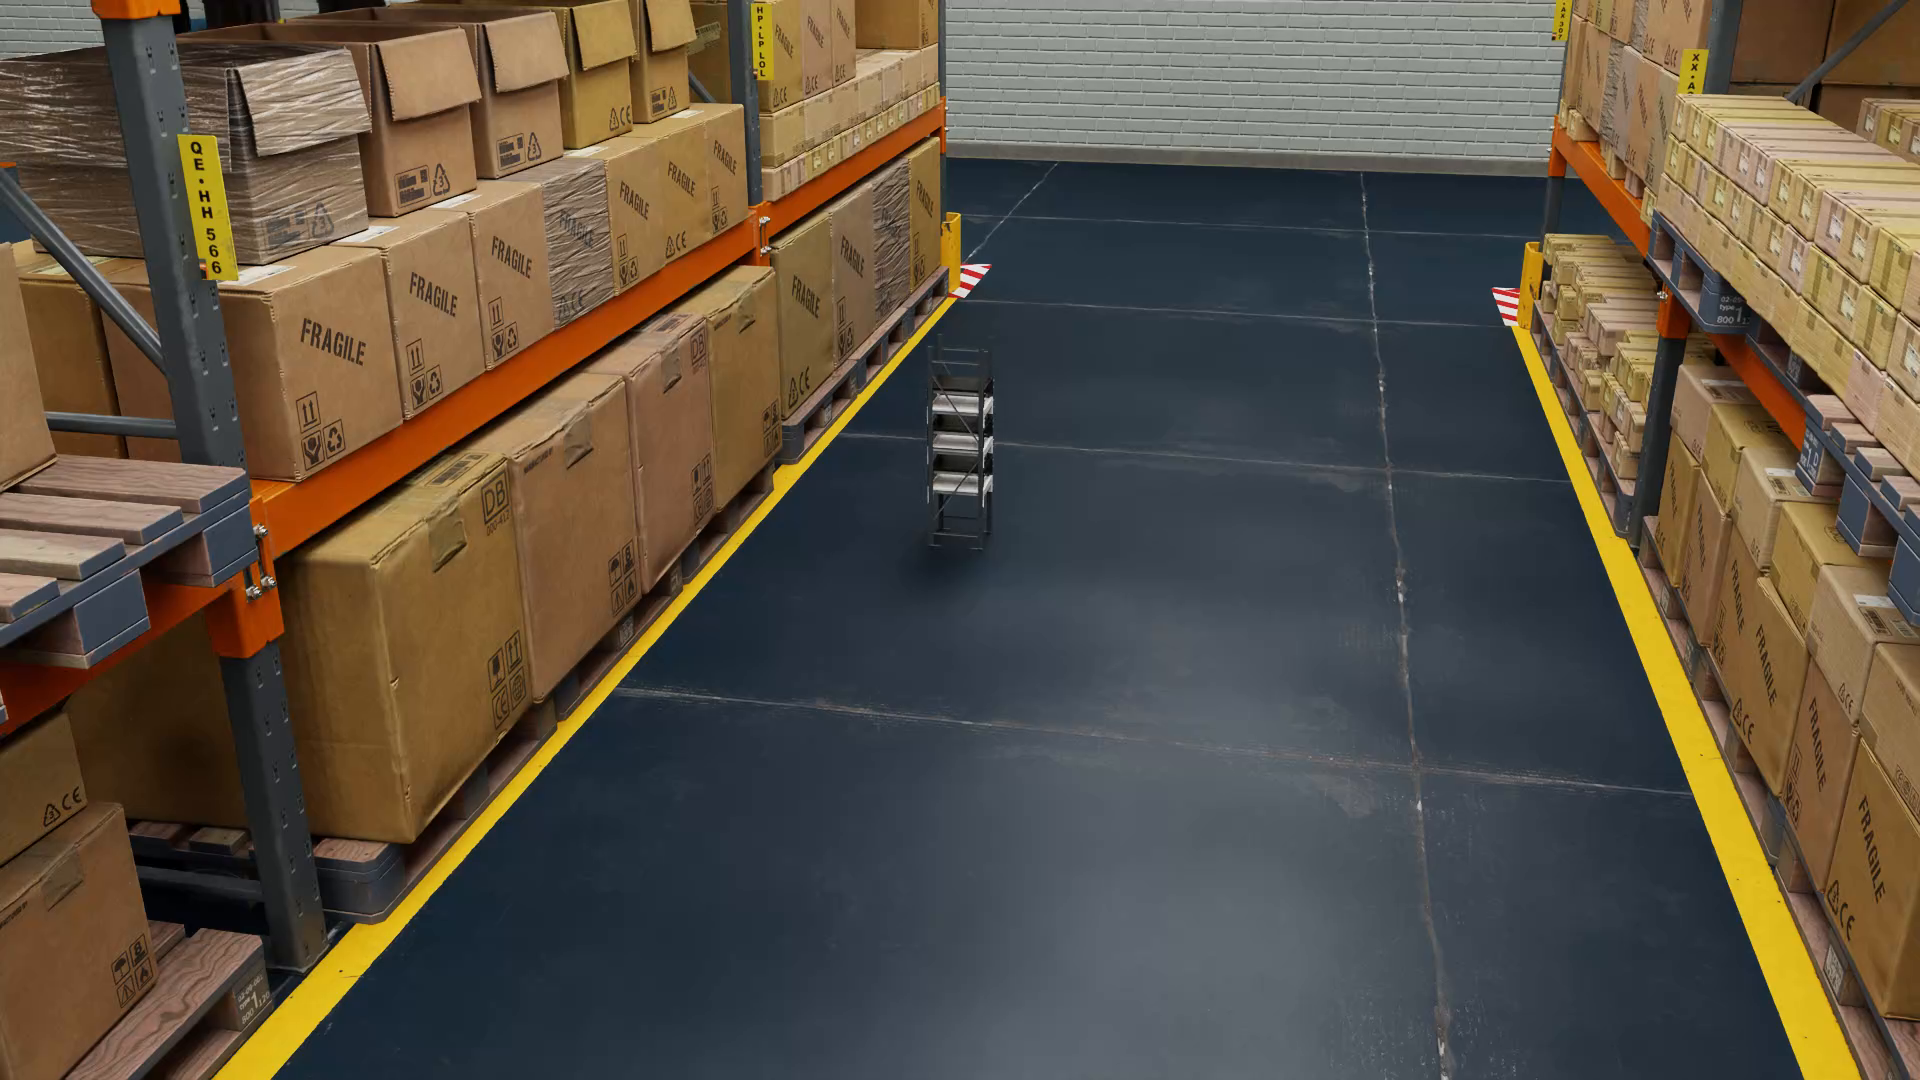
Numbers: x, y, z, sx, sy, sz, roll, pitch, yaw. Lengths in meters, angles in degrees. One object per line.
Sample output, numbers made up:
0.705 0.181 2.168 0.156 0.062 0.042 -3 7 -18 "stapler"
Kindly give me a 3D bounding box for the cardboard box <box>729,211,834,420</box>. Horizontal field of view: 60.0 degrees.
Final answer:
-1.200 -1.191 8.577 0.875 0.875 0.875 4 22 11 "cardboard box"

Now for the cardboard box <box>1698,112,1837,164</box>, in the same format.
2.786 -1.381 5.744 0.380 0.149 0.250 5 22 11 "cardboard box"

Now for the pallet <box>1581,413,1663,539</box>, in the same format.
3.525 -0.286 7.781 1.003 0.211 1.213 4 22 11 "pallet"

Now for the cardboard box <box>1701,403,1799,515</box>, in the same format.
2.907 -0.269 5.787 0.500 0.250 0.500 5 22 12 "cardboard box"

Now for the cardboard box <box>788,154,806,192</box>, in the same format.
-0.973 -1.809 8.166 0.380 0.149 0.250 4 22 9 "cardboard box"

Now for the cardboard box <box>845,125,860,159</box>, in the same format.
-0.763 -2.187 9.104 0.380 0.149 0.250 5 22 12 "cardboard box"

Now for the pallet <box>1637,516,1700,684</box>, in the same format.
3.265 0.247 6.458 1.003 0.211 1.213 4 22 11 "pallet"

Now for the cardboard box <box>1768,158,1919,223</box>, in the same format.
2.577 -1.005 4.811 0.380 0.149 0.250 5 23 13 "cardboard box"

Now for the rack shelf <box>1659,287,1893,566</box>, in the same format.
3.014 -0.266 4.962 1.077 0.370 4.000 4 22 11 "rack shelf"

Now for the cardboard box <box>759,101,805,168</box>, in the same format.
-1.060 -1.967 8.024 0.500 0.250 0.500 4 22 10 "cardboard box"

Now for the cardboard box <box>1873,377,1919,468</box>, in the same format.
2.309 -0.253 3.740 0.380 0.149 0.250 4 22 11 "cardboard box"

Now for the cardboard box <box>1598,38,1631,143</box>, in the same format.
3.582 -2.273 8.449 0.500 0.500 0.500 4 22 10 "cardboard box"

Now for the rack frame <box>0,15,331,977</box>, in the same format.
-2.229 -0.283 4.042 1.000 3.000 0.127 4 22 11 "rack frame"

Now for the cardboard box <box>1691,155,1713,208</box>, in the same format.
2.788 -1.249 5.816 0.380 0.149 0.250 5 22 12 "cardboard box"

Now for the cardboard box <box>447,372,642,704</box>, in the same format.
-1.878 -0.069 5.791 1.225 0.875 0.875 5 22 11 "cardboard box"

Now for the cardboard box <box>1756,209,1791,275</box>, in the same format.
2.575 -0.866 4.866 0.380 0.149 0.250 4 22 10 "cardboard box"

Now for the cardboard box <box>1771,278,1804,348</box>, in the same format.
2.524 -0.631 4.679 0.380 0.149 0.250 5 23 13 "cardboard box"

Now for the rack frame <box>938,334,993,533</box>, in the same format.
0.022 -0.458 7.285 0.240 0.900 0.006 4 22 11 "rack frame"

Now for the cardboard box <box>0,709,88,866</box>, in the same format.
-2.336 0.571 3.673 0.500 0.250 0.500 5 23 13 "cardboard box"

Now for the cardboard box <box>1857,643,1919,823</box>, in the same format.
2.489 0.478 3.931 0.500 0.250 0.500 4 22 10 "cardboard box"

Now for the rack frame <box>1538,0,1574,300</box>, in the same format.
4.239 -2.794 10.276 1.000 3.000 0.127 4 22 11 "rack frame"

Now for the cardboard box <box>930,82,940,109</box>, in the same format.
-0.347 -2.937 10.968 0.380 0.149 0.250 5 22 12 "cardboard box"

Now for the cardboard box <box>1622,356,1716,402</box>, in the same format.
3.253 -0.726 7.599 0.380 0.149 0.250 5 22 12 "cardboard box"

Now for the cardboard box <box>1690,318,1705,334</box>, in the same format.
3.951 -1.072 8.458 0.380 0.149 0.250 4 22 9 "cardboard box"

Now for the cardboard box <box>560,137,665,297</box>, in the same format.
-1.448 -1.229 6.256 0.500 0.500 0.500 4 22 10 "cardboard box"

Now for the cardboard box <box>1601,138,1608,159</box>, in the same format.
3.657 -2.103 8.896 0.380 0.149 0.250 4 22 10 "cardboard box"

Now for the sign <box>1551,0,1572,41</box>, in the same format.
3.707 -3.237 10.217 0.100 0.325 0.005 4 22 11 "sign"

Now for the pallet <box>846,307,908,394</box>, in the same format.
-0.934 -1.172 9.982 1.003 0.211 1.213 4 22 11 "pallet"

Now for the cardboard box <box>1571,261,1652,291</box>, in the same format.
3.714 -1.487 9.489 0.380 0.149 0.250 3 22 8 "cardboard box"

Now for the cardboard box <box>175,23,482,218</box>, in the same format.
-1.928 -1.299 5.088 0.797 0.503 0.637 5 22 12 "cardboard box"

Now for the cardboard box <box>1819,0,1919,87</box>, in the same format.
3.753 -2.126 6.747 0.500 0.500 0.500 5 22 12 "cardboard box"

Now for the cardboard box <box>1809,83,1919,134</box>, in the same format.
3.770 -1.678 6.972 0.500 0.500 0.500 4 22 10 "cardboard box"

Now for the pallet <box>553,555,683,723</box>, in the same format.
-1.743 0.283 6.369 1.003 0.211 1.213 4 22 11 "pallet"

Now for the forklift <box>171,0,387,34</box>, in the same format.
-3.528 -1.922 8.202 1.130 2.935 3.031 7 23 17 "forklift"

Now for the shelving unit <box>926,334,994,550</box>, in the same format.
0.002 -0.420 7.193 0.258 0.900 0.210 4 22 11 "shelving unit"

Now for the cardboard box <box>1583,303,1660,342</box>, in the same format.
3.434 -1.112 8.558 0.380 0.149 0.250 4 22 9 "cardboard box"

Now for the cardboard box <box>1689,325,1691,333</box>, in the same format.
4.142 -1.117 8.967 0.380 0.149 0.250 6 23 14 "cardboard box"

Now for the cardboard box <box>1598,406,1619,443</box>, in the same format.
3.294 -0.563 7.991 0.380 0.149 0.250 4 22 9 "cardboard box"

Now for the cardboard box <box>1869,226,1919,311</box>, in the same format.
2.364 -0.624 3.866 0.380 0.149 0.250 5 23 13 "cardboard box"

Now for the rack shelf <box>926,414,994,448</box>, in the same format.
0.002 -0.473 7.172 0.258 0.077 0.200 4 22 11 "rack shelf"

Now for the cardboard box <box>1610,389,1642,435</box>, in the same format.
3.218 -0.581 7.637 0.380 0.149 0.250 3 22 8 "cardboard box"

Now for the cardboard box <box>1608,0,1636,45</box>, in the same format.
3.562 -2.738 8.267 0.500 0.500 0.500 4 22 9 "cardboard box"

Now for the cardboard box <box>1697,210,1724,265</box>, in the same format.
2.734 -1.016 5.635 0.380 0.149 0.250 5 22 11 "cardboard box"

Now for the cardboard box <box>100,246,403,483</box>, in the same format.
-1.863 -0.487 4.413 0.500 0.500 0.500 5 22 12 "cardboard box"

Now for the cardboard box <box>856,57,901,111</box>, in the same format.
-0.643 -2.709 9.866 0.500 0.250 0.500 4 22 9 "cardboard box"

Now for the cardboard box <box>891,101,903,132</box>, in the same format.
-0.554 -2.564 10.040 0.380 0.149 0.250 4 22 10 "cardboard box"

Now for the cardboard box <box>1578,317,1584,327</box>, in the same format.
3.686 -1.251 9.299 0.380 0.149 0.250 3 22 8 "cardboard box"

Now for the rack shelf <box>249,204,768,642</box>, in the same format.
-1.821 -0.681 5.993 1.077 0.370 4.000 4 22 11 "rack shelf"

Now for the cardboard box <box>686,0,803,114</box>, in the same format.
-1.065 -2.318 7.893 0.500 0.500 0.500 4 22 11 "cardboard box"

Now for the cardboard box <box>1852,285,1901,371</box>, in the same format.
2.365 -0.494 3.941 0.380 0.149 0.250 5 22 12 "cardboard box"

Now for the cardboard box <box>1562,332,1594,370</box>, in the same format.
3.547 -1.036 9.164 0.380 0.149 0.250 3 22 8 "cardboard box"

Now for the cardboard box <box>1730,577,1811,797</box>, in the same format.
2.686 0.451 5.001 0.500 0.500 0.500 3 22 9 "cardboard box"

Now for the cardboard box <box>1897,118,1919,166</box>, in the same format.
3.423 -1.331 5.621 0.380 0.149 0.250 4 22 9 "cardboard box"

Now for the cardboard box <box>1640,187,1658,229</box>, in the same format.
3.197 -1.440 7.249 0.380 0.149 0.250 4 22 9 "cardboard box"
